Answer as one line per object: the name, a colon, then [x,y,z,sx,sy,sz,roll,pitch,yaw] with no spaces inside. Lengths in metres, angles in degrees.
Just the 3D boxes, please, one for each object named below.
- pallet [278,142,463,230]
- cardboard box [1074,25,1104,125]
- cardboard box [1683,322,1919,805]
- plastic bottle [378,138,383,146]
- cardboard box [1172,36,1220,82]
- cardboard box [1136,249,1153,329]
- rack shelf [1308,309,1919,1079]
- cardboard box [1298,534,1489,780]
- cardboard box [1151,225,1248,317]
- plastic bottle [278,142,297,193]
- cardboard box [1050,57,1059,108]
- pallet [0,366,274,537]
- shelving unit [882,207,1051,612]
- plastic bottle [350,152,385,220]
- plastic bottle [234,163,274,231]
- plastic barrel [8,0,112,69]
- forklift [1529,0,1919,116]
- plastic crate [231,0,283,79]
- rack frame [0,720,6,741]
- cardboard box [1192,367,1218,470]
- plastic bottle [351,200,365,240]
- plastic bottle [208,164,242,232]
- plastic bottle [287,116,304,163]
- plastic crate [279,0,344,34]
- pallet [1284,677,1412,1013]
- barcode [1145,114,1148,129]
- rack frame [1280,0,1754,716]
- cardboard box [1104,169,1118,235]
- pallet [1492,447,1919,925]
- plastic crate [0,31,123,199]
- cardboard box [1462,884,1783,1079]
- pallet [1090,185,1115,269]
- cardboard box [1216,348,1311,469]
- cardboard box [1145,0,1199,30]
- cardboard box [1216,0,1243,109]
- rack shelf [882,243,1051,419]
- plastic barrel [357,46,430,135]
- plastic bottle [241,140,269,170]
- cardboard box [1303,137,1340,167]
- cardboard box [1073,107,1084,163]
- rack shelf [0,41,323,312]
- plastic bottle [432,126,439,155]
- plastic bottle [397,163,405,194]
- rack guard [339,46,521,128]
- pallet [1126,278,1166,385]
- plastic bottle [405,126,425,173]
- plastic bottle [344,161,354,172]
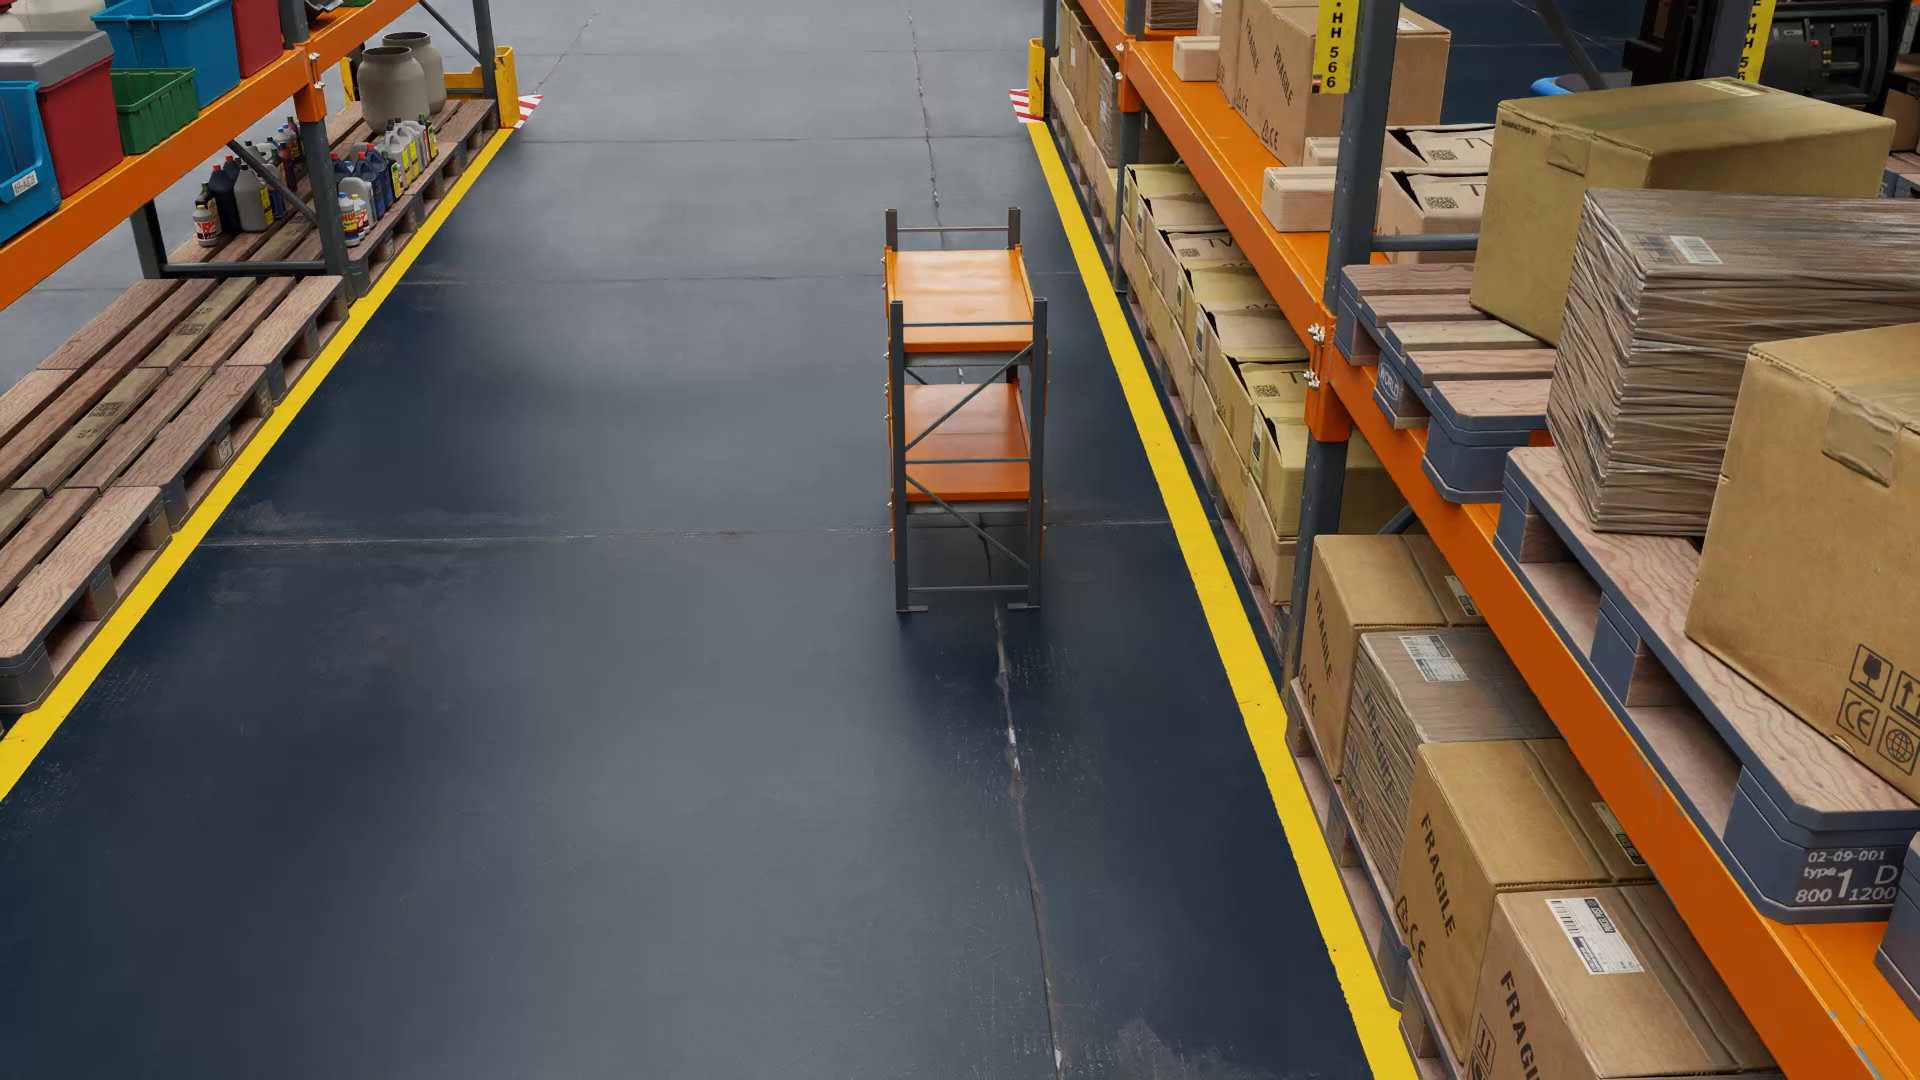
pallet: [-3.696,-2.181,10.203,1.003,0.211,1.213,-1,28,-3]
cardboard box: [0.984,-2.860,10.198,0.500,0.500,0.500,-1,28,-3]
cardboard box: [1.575,-0.009,2.462,0.700,0.500,0.500,-8,29,-16]
plastic bottle: [-3.441,-2.312,9.990,0.097,0.201,0.097,0,28,0]
cardboard box: [1.153,-2.133,7.368,0.380,0.149,0.250,-1,28,-3]
cardboard box: [1.110,-1.198,7.822,0.500,0.250,0.500,-1,28,-1]
rack shelf: [1.625,0.431,2.958,1.077,0.370,4.000,-1,28,-3]
cardboard box: [1.259,0.319,4.623,0.500,0.500,0.500,0,28,0]
cardboard box: [1.133,-1.208,7.234,0.500,0.311,0.500,-2,28,-4]
plastic bottle: [-3.882,-2.138,9.567,0.061,0.283,0.133,-1,28,-3]
cardboard box: [0.908,-3.220,11.700,0.500,0.250,0.500,-1,28,-3]
pallet: [-3.489,-0.378,6.747,1.003,0.211,1.213,-1,28,-3]
shelving unit: [0.000,-0.496,5.984,0.538,1.125,1.048,-1,28,-3]
plastic bottle: [-3.263,-1.944,9.123,0.144,0.351,0.185,-1,28,-1]
plastic bottle: [-3.813,-1.856,8.953,0.144,0.351,0.185,-1,28,-3]
plastic barrel: [-3.805,-2.154,6.990,0.433,0.535,0.433,0,28,0]
forklift: [3.636,-2.060,7.031,1.130,2.935,3.031,-5,28,-9]
plastic crate: [-3.305,-2.353,7.449,0.402,0.464,0.583,-1,28,-3]
rack frame: [-3.427,-0.694,4.337,1.000,3.000,0.127,-1,28,-3]
cardboard box: [1.195,-0.486,6.458,0.500,0.250,0.500,-1,28,-1]
plastic bottle: [-3.220,-1.700,8.816,0.097,0.201,0.097,0,28,0]
plastic bottle: [-3.957,-1.852,8.946,0.144,0.351,0.185,-2,28,-4]
plastic bottle: [-4.067,-2.429,10.126,0.061,0.283,0.133,-1,28,-2]
plastic crate: [-3.536,-2.758,8.362,0.767,0.338,0.504,-1,28,-3]
pallet: [1.521,0.770,4.545,1.003,0.211,1.213,-1,28,-3]
barcode: [0.909,-2.044,8.114,0.001,0.075,0.075,-1,28,-3]
rack frame: [1.520,-0.812,4.563,1.000,3.000,0.127,-1,28,-3]
cardboard box: [1.069,-1.835,9.044,0.500,0.250,0.500,-1,28,-3]
pallet: [1.626,0.171,2.885,1.003,0.211,1.213,-1,28,-3]
plastic crate: [-3.205,-1.476,5.767,0.402,0.464,0.583,-1,28,-3]
cardboard box: [1.345,1.033,3.253,0.500,0.500,0.500,-2,28,-4]
pallet: [1.312,-1.791,9.455,1.003,0.211,1.213,-1,28,-3]
cardboard box: [1.213,-0.503,5.884,0.500,0.311,0.500,-2,28,-3]
cardboard box: [1.282,-2.908,8.474,0.700,0.500,0.500,-2,28,-4]
cardboard box: [1.363,-2.105,6.934,0.500,0.500,0.500,1,28,1]
rack shelf: [0.000,-0.755,5.849,0.538,0.278,1.000,-1,28,-3]
plastic barrel: [-3.708,-2.938,10.875,0.421,0.512,0.421,0,28,0]
plastic bottle: [-3.984,-2.090,9.402,0.144,0.351,0.185,-2,28,-3]
cardboard box: [1.397,-1.288,5.747,0.380,0.149,0.250,1,28,1]
cardboard box: [0.985,-2.527,10.372,0.500,0.250,0.500,-1,28,-3]
rack shelf: [-3.531,-1.298,6.274,1.077,0.370,4.000,-1,28,-3]
plastic bottle: [-3.311,-2.505,10.360,0.097,0.201,0.097,0,28,0]
plastic bottle: [-3.265,-2.097,9.577,0.097,0.201,0.097,0,28,0]
rack guard: [-3.793,-3.246,11.933,1.175,0.500,0.348,-1,28,-3]
pallet: [1.389,-1.083,8.099,1.003,0.211,1.213,-1,28,-3]
plastic bottle: [-3.318,-2.357,9.995,0.152,0.276,0.135,-2,28,-4]
plastic bottle: [-3.391,-1.973,9.264,0.097,0.271,0.097,0,28,0]
